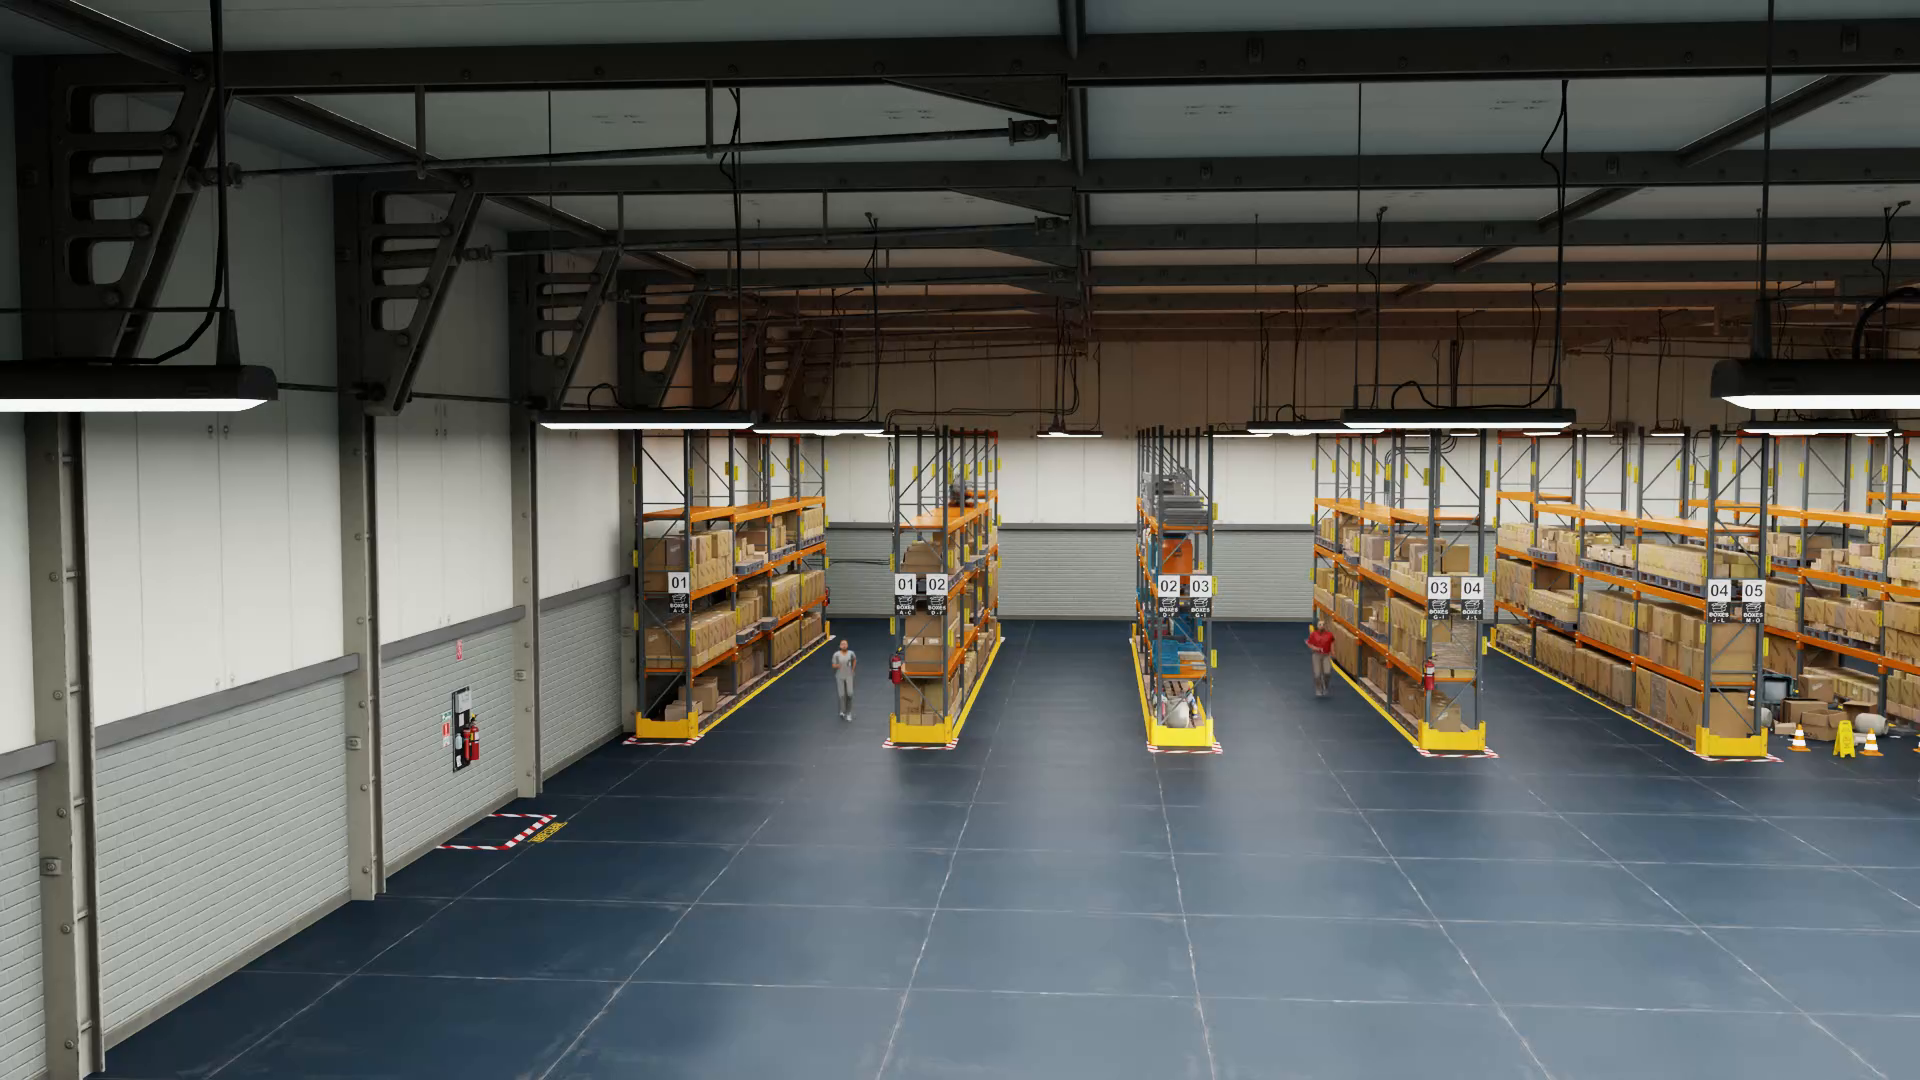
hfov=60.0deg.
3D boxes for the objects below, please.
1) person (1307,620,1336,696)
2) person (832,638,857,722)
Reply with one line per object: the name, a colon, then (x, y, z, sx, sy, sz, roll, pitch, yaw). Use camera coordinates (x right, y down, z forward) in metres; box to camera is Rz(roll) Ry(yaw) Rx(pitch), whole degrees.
person: (8.072, 2.638, 37.057, 0.646, 1.691, 0.648, 0, 3, 5)
person: (-2.359, 2.852, 33.975, 0.516, 1.699, 0.761, 0, 3, -7)
